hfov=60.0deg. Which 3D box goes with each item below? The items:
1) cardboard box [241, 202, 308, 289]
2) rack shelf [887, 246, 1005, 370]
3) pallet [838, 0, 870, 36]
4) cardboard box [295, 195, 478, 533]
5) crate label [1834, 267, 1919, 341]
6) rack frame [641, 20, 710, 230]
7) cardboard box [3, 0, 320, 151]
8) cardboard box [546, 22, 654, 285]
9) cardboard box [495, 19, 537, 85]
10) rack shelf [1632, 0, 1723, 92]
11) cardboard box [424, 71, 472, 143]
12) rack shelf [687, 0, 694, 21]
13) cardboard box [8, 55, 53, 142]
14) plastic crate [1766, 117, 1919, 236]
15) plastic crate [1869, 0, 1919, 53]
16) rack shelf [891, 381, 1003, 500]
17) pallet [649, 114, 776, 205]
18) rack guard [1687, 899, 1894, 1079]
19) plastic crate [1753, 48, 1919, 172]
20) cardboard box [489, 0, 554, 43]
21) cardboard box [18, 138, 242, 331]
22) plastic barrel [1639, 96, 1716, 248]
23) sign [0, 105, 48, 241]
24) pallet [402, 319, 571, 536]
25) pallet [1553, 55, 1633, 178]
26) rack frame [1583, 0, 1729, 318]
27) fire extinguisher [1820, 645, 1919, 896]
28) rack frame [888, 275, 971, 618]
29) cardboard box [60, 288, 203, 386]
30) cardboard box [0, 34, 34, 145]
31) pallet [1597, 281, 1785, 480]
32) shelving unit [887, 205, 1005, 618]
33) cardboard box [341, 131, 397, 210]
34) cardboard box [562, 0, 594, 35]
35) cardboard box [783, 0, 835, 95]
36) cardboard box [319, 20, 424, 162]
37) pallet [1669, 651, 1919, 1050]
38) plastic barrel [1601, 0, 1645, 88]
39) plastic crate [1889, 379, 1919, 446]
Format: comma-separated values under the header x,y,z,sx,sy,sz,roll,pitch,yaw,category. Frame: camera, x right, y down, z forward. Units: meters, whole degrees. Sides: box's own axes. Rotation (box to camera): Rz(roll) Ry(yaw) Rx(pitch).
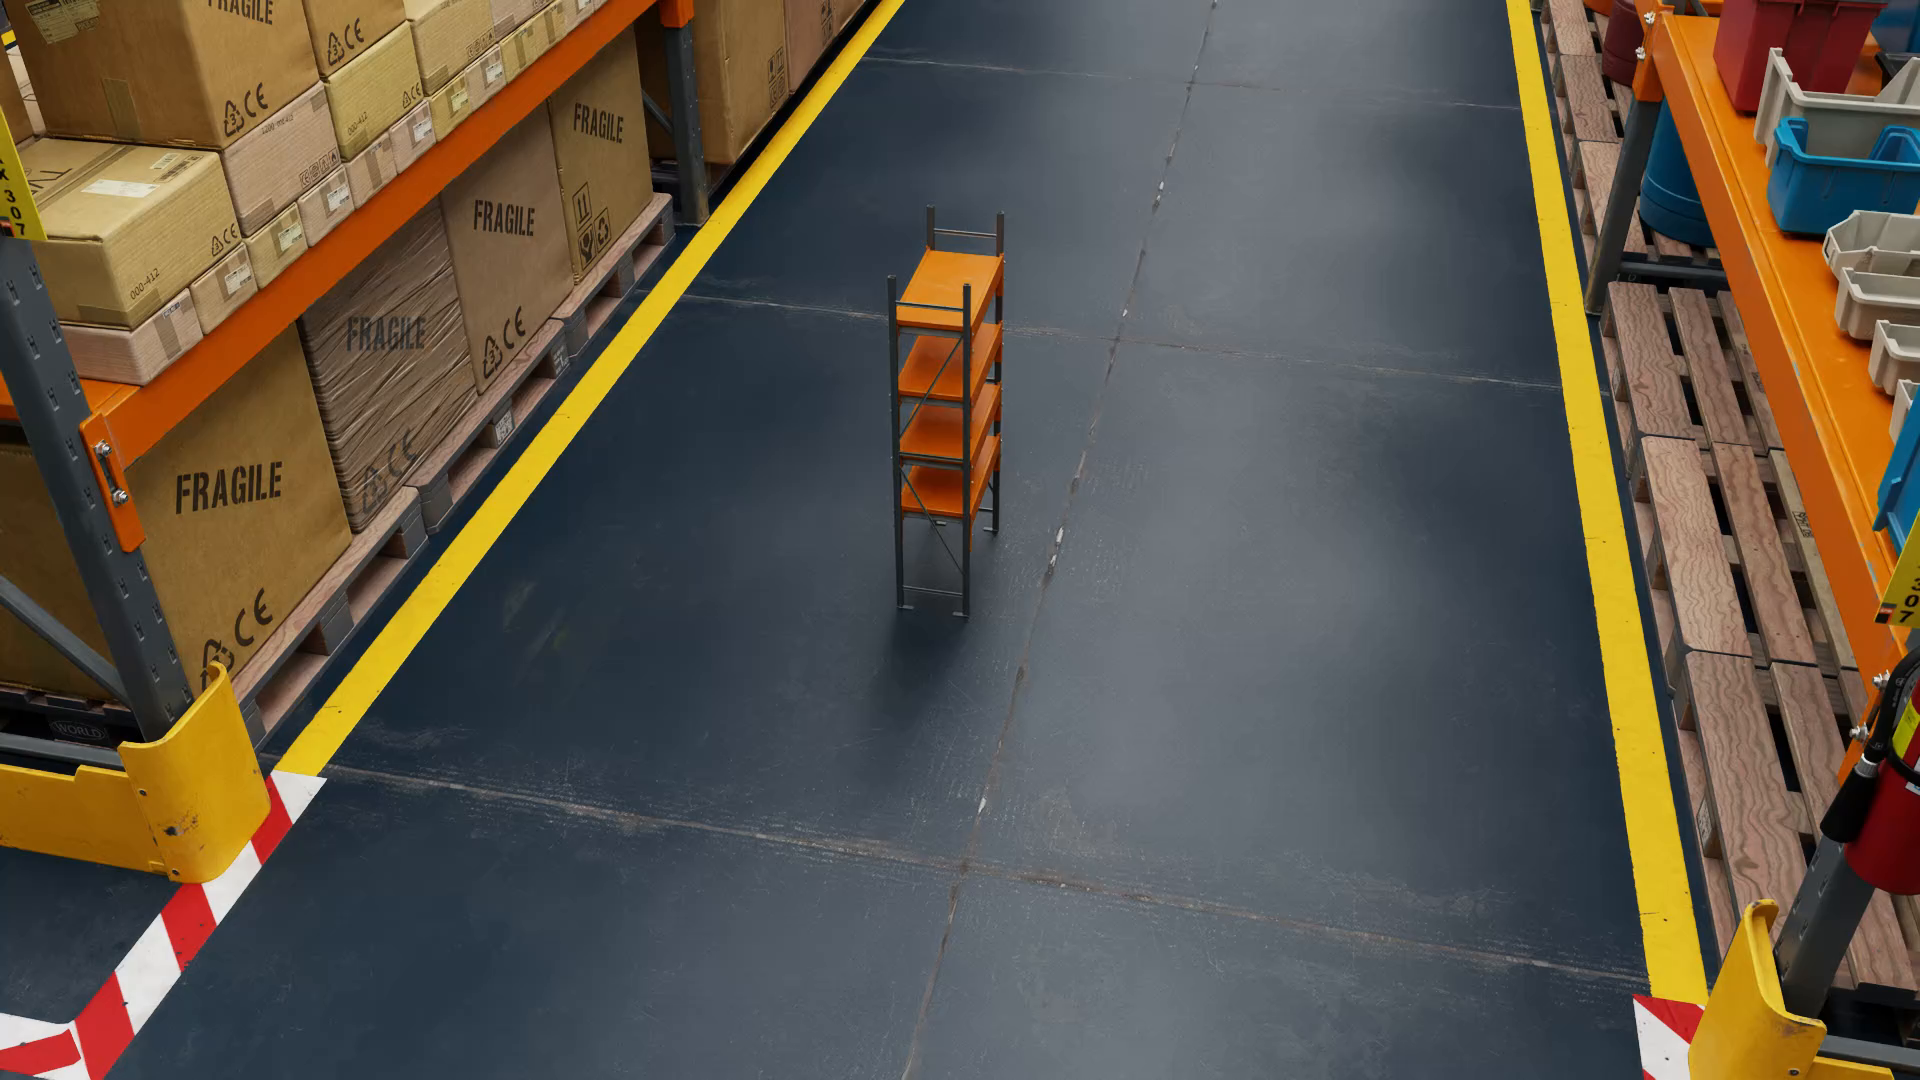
x,y,z,sx,sy,sz,roll,pitch,yaw,category
-2.030,-0.821,4.540,0.380,0.149,0.250,6,36,9,cardboard box
-0.035,-0.709,5.036,0.258,0.148,0.480,7,37,10,rack shelf
-1.069,-3.481,10.373,1.003,0.211,1.213,7,37,10,pallet
-2.283,-0.675,5.577,0.875,0.875,0.875,7,37,10,cardboard box
2.412,-0.580,4.168,0.396,0.136,0.243,7,37,10,crate label
-1.681,-2.759,7.001,1.000,3.000,0.127,7,37,10,rack frame
-2.063,-1.358,4.302,0.500,0.500,0.500,6,36,9,cardboard box
-1.900,-1.701,6.993,0.875,0.875,0.875,7,37,10,cardboard box
-1.701,-1.705,5.761,0.380,0.149,0.250,7,36,9,cardboard box
3.585,-2.994,7.938,1.077,0.370,4.000,7,37,10,rack shelf
-1.810,-1.409,5.352,0.380,0.149,0.250,6,36,9,cardboard box
-1.254,-3.615,8.794,1.077,0.370,4.000,7,37,10,rack shelf
-2.582,-1.128,4.624,0.500,0.250,0.500,7,36,9,cardboard box
2.491,-1.011,4.681,0.416,0.233,0.300,7,37,10,plastic crate
3.391,-1.846,5.703,0.392,0.384,0.575,7,37,10,plastic crate
-0.035,-0.336,5.306,0.258,0.148,0.480,7,37,10,rack shelf
-1.590,-2.082,8.443,1.003,0.211,1.213,7,37,10,pallet
2.311,1.182,3.693,1.175,0.500,0.348,7,37,10,rack guard
2.651,-1.263,4.986,0.437,0.282,0.530,7,37,10,plastic crate
-1.736,-1.943,5.750,0.500,0.250,0.500,8,37,11,cardboard box
-2.169,-0.767,4.127,0.500,0.250,0.500,6,36,9,cardboard box
3.290,-1.769,7.065,0.600,0.901,0.708,7,37,10,plastic barrel
-1.995,-0.776,3.459,0.100,0.325,0.005,7,37,10,sign
-2.179,-0.503,6.264,1.003,0.211,1.213,7,37,10,pallet
3.621,-2.148,8.534,1.003,0.211,1.213,7,37,10,pallet
3.157,-2.139,6.145,1.000,3.000,0.127,7,37,10,rack frame
1.827,0.366,3.072,0.296,0.674,0.183,7,37,10,fire extinguisher
-0.087,-0.251,5.074,0.240,1.200,0.015,7,37,10,rack frame
-2.137,-0.527,4.135,0.380,0.149,0.250,8,37,10,cardboard box
-2.688,-1.142,4.005,0.500,0.500,0.500,8,37,11,cardboard box
3.038,-0.583,6.375,1.003,0.211,1.213,7,37,10,pallet
-0.035,-0.391,5.267,0.258,1.200,0.503,7,37,10,shelving unit
-1.920,-1.116,4.948,0.380,0.149,0.250,7,36,9,cardboard box
-1.591,-2.000,6.167,0.380,0.149,0.250,8,37,11,cardboard box
-1.374,-2.951,8.718,1.225,0.875,0.875,6,36,8,cardboard box
-1.954,-1.354,4.936,0.500,0.250,0.500,6,36,8,cardboard box
2.517,0.816,4.445,1.003,0.211,1.213,7,37,10,pallet
3.683,-2.695,8.610,0.600,0.588,0.708,7,37,10,plastic barrel
2.300,-0.253,3.717,0.396,0.136,0.243,7,37,10,plastic crate
